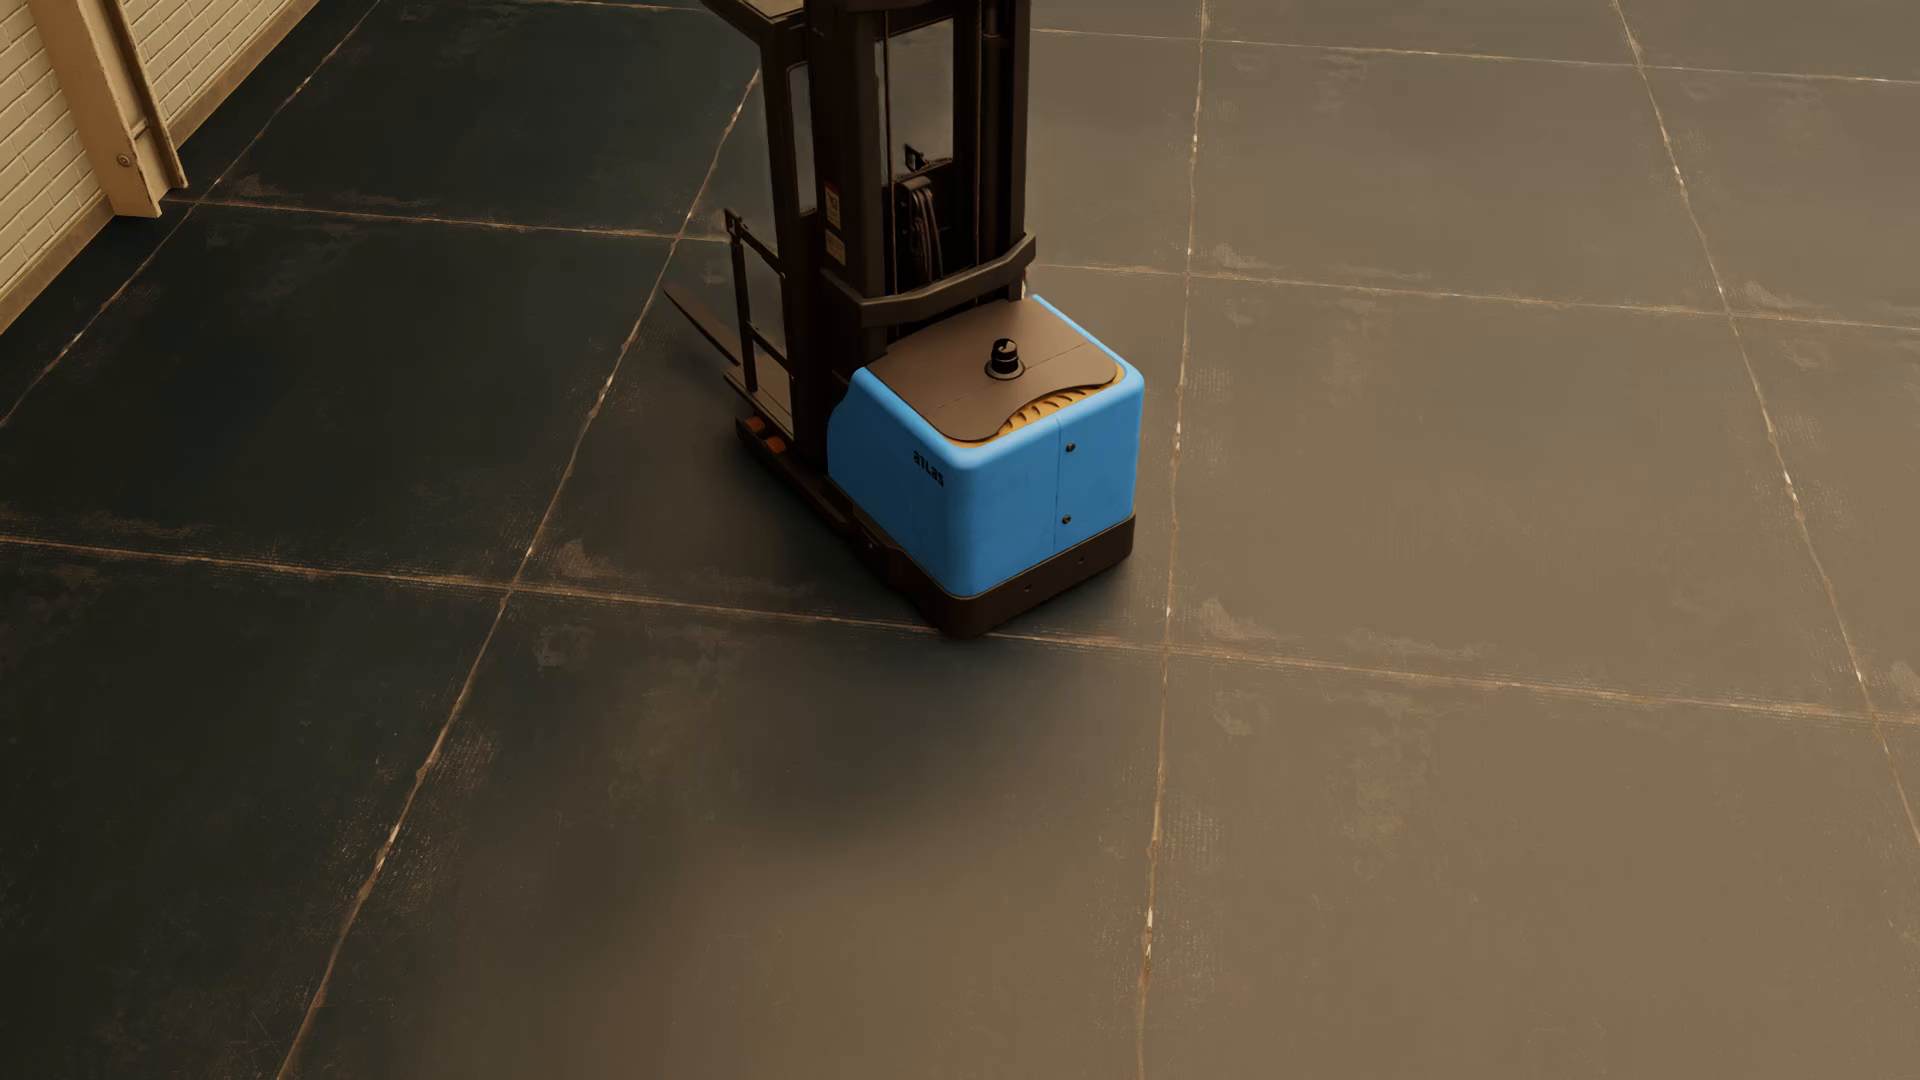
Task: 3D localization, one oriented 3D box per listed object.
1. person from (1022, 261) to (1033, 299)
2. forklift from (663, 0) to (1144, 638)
[{"bbox_3d":[-0.023,-1.256,8.316,0.911,1.254,1.051,-6,43,-7],"label":"person"},{"bbox_3d":[-0.465,-1.604,7.471,1.130,2.935,3.031,-26,49,-26],"label":"forklift"}]
